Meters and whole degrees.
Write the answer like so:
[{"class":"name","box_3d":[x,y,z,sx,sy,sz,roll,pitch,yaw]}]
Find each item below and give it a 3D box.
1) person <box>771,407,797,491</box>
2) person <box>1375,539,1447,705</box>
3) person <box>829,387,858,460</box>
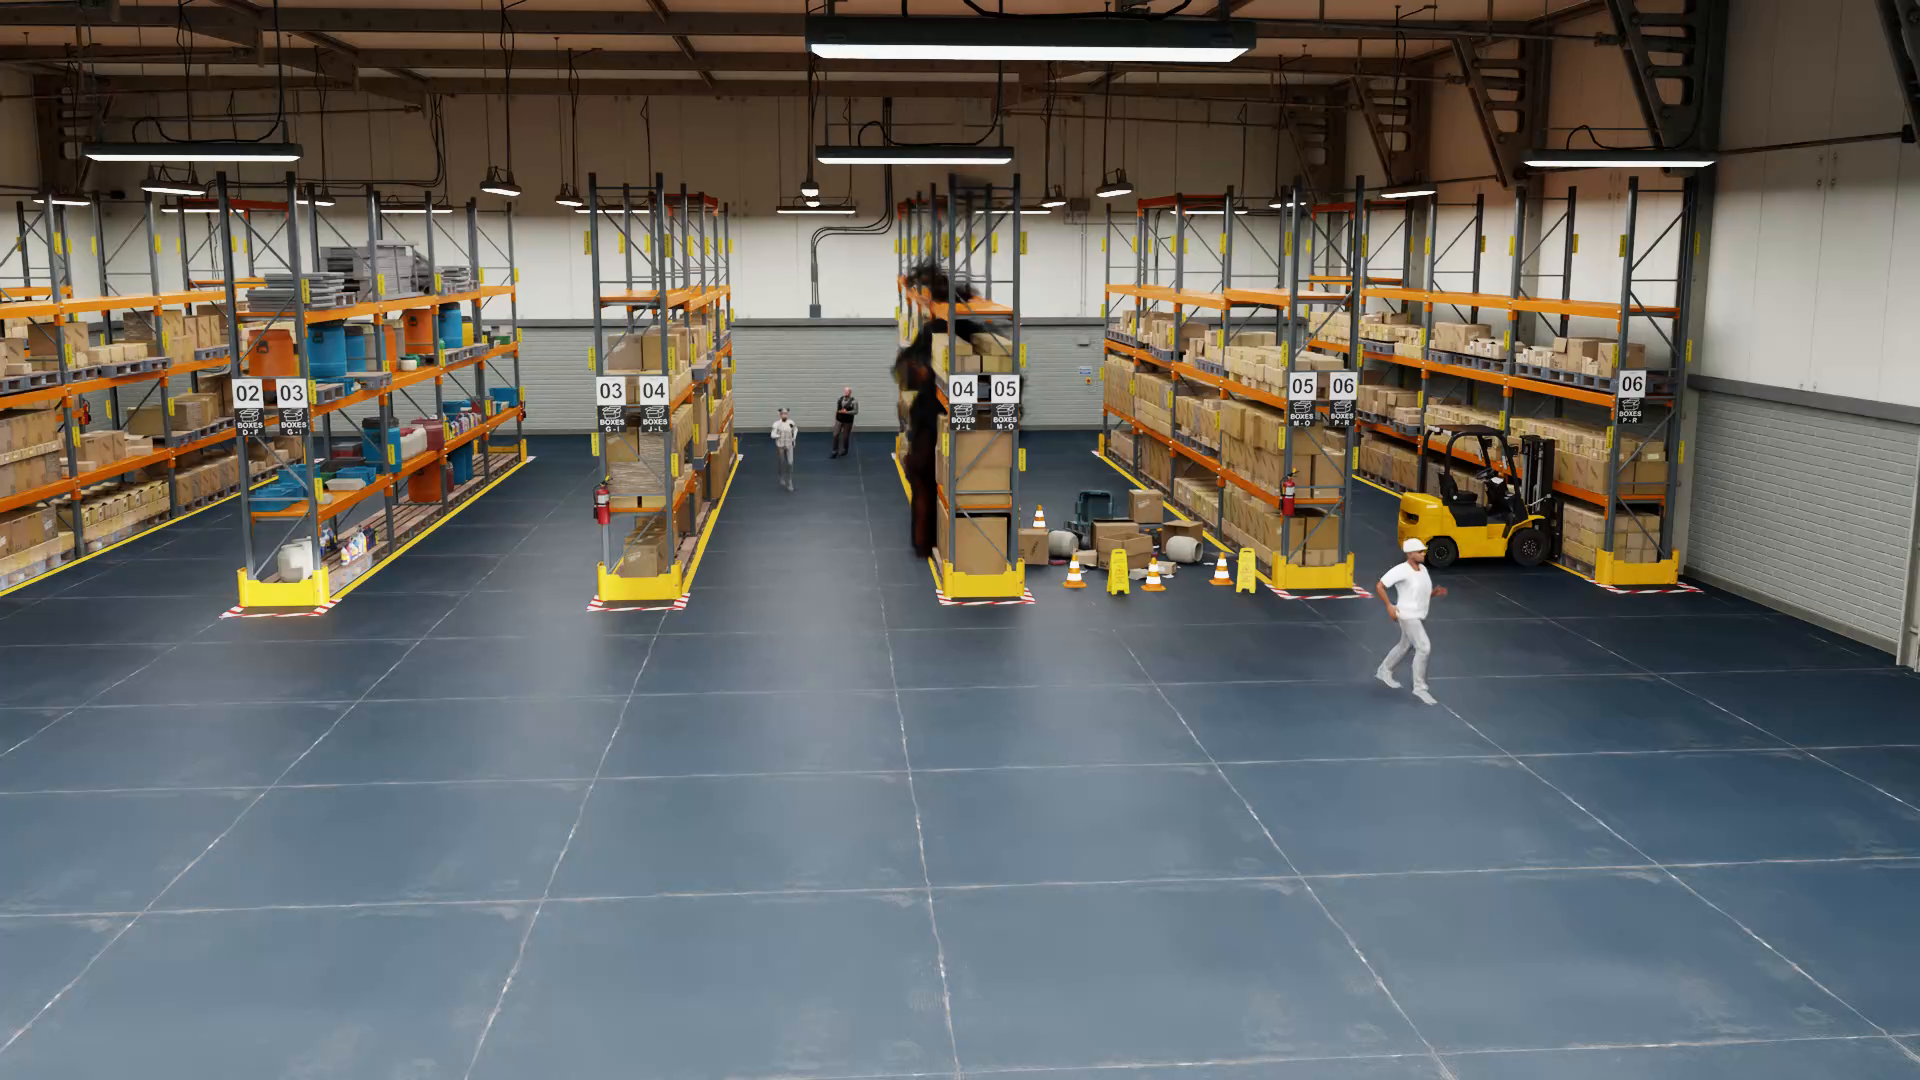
[{"class":"person","box_3d":[-3.658,-1.913,34.677,0.557,1.737,0.816,-1,10,-8]},{"class":"person","box_3d":[5.026,0.885,18.572,0.807,1.823,0.677,8,13,38]},{"class":"person","box_3d":[-2.708,-2.787,39.651,0.705,1.744,0.697,3,11,18]}]
